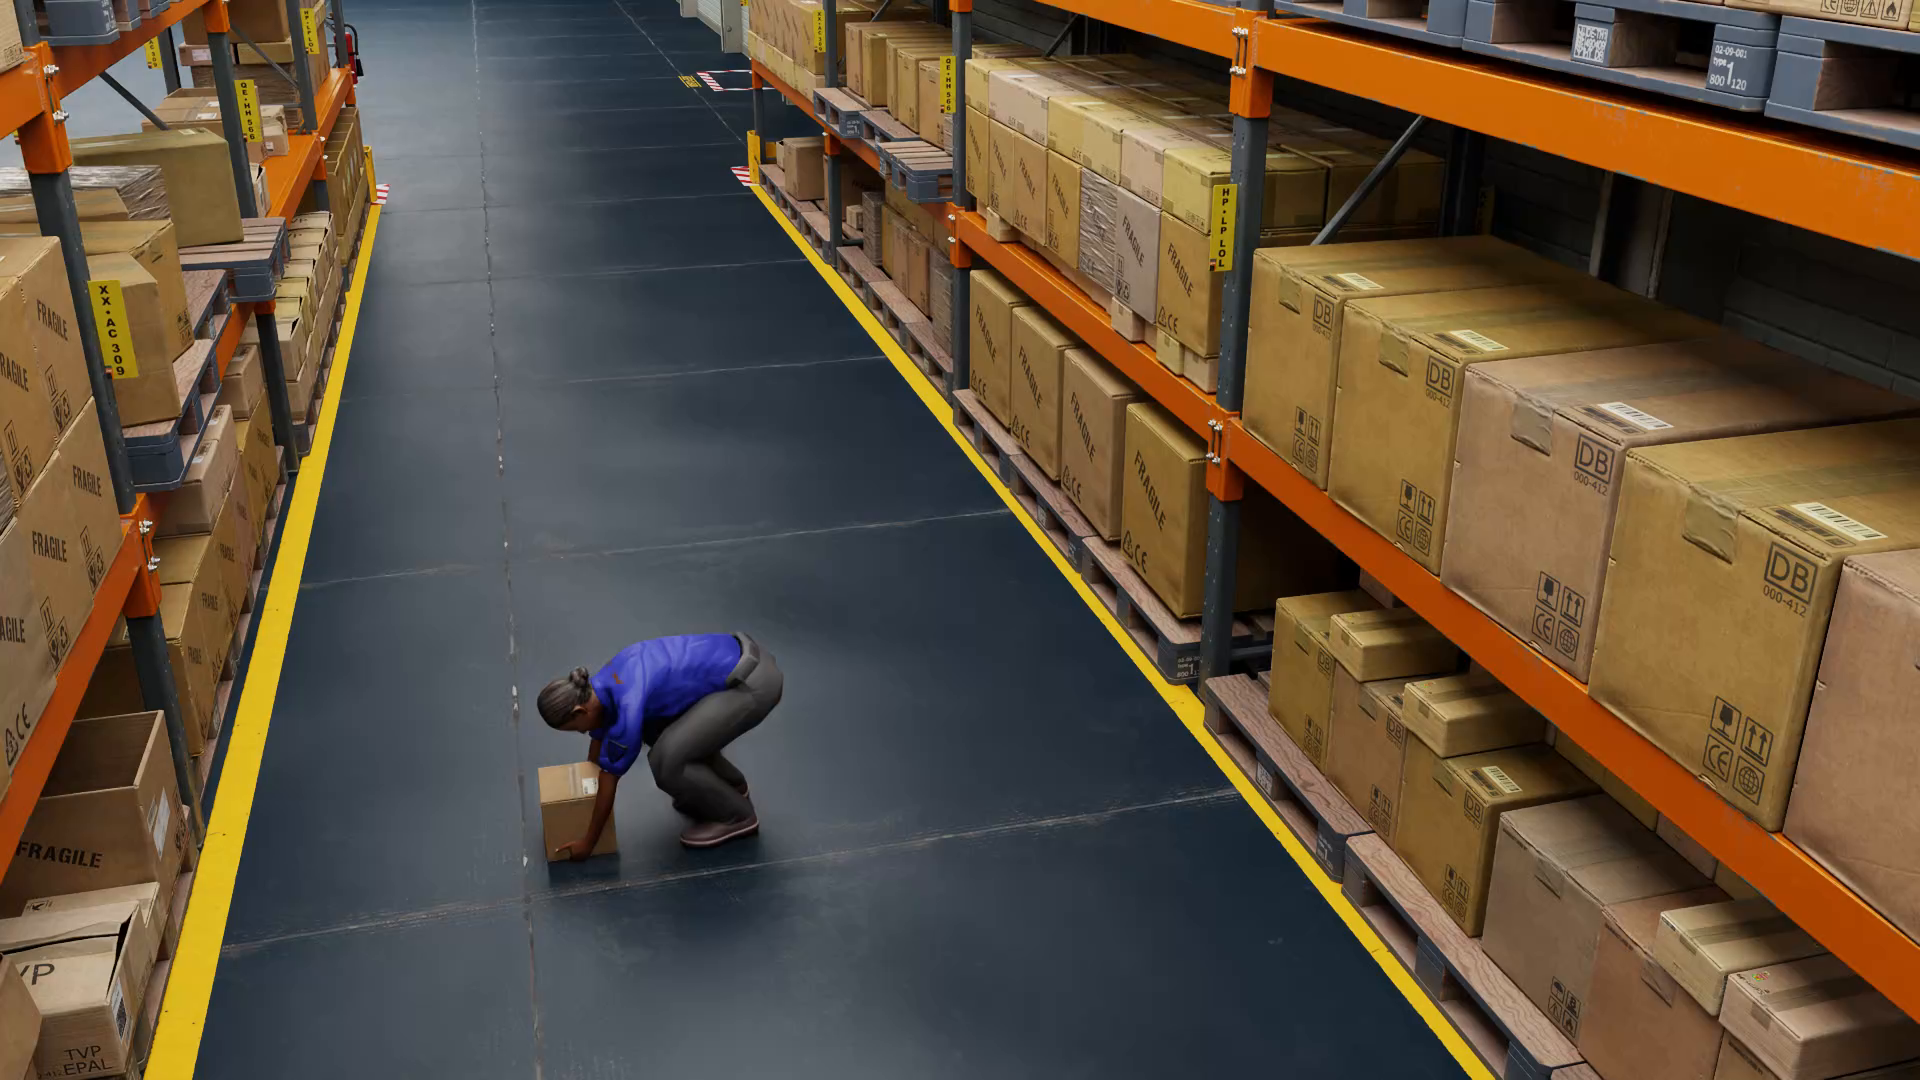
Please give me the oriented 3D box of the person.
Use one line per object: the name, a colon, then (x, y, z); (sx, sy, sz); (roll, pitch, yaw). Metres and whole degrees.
person: (-0.957, 0.292, 5.910); (0.466, 1.660, 0.466); (-6, 24, -15)
